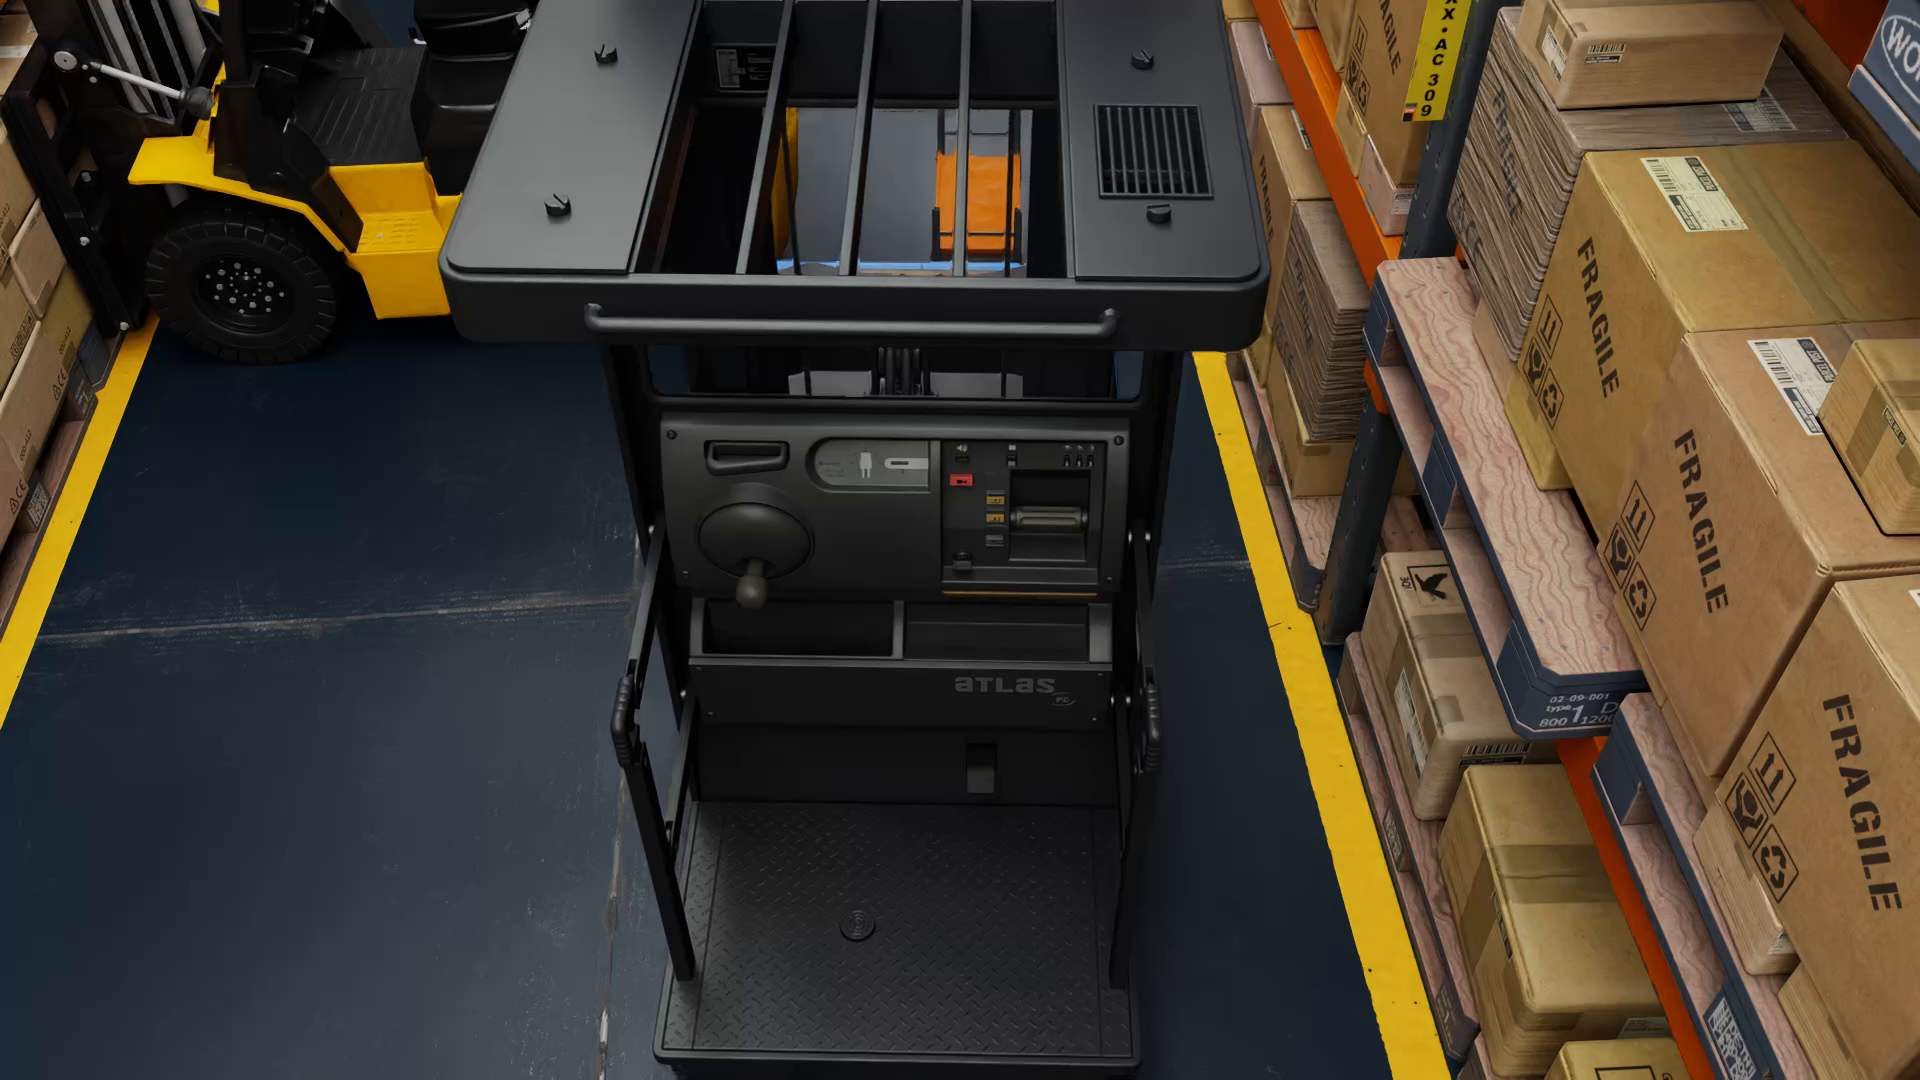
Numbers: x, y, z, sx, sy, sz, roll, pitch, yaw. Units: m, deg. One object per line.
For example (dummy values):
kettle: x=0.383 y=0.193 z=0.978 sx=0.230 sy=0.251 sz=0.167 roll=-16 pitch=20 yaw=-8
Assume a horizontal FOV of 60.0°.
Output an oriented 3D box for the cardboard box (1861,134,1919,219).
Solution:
cardboard box: x=1.881 y=-0.388 z=2.989 sx=0.500 sy=0.500 sz=0.500 roll=-3 pitch=47 yaw=-3

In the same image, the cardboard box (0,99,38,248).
cardboard box: x=-3.189 y=-1.123 z=5.164 sx=0.500 sy=0.250 sz=0.500 roll=-2 pitch=47 yaw=-2

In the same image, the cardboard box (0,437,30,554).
cardboard box: x=-3.086 y=-0.051 z=4.837 sx=0.500 sy=0.250 sz=0.500 roll=-3 pitch=47 yaw=-3

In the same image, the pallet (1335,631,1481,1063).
pallet: x=1.637 y=0.736 z=4.408 sx=1.003 sy=0.211 sz=1.213 roll=-3 pitch=47 yaw=-3

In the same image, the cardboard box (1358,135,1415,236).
cardboard box: x=1.240 y=-0.914 z=4.222 sx=0.380 sy=0.149 sz=0.250 roll=-4 pitch=47 yaw=-4

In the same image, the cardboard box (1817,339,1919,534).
cardboard box: x=1.451 y=-0.149 z=2.315 sx=0.380 sy=0.149 sz=0.250 roll=-1 pitch=47 yaw=-1

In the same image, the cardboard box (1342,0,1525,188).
cardboard box: x=1.286 y=-1.229 z=4.074 sx=0.500 sy=0.500 sz=0.500 roll=-5 pitch=47 yaw=-4

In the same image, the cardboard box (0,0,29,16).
cardboard box: x=-3.260 y=-1.871 z=5.872 sx=0.500 sy=0.250 sz=0.500 roll=-3 pitch=47 yaw=-3

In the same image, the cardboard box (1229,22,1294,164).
cardboard box: x=1.165 y=-1.392 z=5.590 sx=0.500 sy=0.500 sz=0.500 roll=-1 pitch=47 yaw=-1

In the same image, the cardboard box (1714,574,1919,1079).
cardboard box: x=1.448 y=0.381 z=2.260 sx=0.500 sy=0.500 sz=0.500 roll=-5 pitch=47 yaw=-5

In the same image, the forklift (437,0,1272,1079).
forklift: x=-0.131 y=0.042 z=3.191 sx=1.130 sy=2.935 sz=3.031 roll=1 pitch=47 yaw=1

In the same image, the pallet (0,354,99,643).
pallet: x=-3.400 y=-0.101 z=5.200 sx=1.003 sy=0.211 sz=1.213 roll=-3 pitch=47 yaw=-3

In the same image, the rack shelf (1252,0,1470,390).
rack shelf: x=1.403 y=-1.986 z=5.560 sx=1.077 sy=0.370 sz=4.000 roll=-3 pitch=47 yaw=-3

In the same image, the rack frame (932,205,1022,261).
rack frame: x=0.046 y=-0.475 z=4.874 sx=0.240 sy=1.200 sz=0.015 roll=1 pitch=47 yaw=1

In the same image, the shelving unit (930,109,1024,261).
shelving unit: x=0.051 y=-0.652 z=5.041 sx=0.258 sy=1.200 sz=0.503 roll=1 pitch=47 yaw=1

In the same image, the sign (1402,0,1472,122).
sign: x=1.031 y=-1.045 z=3.578 sx=0.100 sy=0.325 sz=0.005 roll=-3 pitch=47 yaw=-3

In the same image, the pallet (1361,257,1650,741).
pallet: x=1.490 y=-0.158 z=3.466 sx=1.003 sy=0.211 sz=1.213 roll=-3 pitch=47 yaw=-3

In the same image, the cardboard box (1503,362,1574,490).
cardboard box: x=1.314 y=-0.244 z=3.299 sx=0.380 sy=0.149 sz=0.250 roll=-3 pitch=47 yaw=-2

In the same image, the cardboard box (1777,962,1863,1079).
cardboard box: x=1.435 y=0.711 z=2.395 sx=0.380 sy=0.149 sz=0.250 roll=-5 pitch=47 yaw=-5

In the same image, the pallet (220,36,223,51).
pallet: x=-3.604 y=-1.866 z=6.872 sx=1.003 sy=0.211 sz=1.213 roll=-3 pitch=47 yaw=-3

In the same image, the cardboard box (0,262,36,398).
cardboard box: x=-3.152 y=-0.585 z=4.999 sx=0.500 sy=0.250 sz=0.500 roll=-4 pitch=47 yaw=-4

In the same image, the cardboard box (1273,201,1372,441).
cardboard box: x=1.254 y=-0.655 z=4.892 sx=0.500 sy=0.500 sz=0.500 roll=-4 pitch=47 yaw=-4

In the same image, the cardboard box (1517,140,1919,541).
cardboard box: x=1.367 y=-0.348 z=2.951 sx=0.500 sy=0.500 sz=0.500 roll=-3 pitch=47 yaw=-3

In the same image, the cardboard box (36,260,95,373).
cardboard box: x=-3.202 y=-0.788 z=5.535 sx=0.500 sy=0.250 sz=0.500 roll=-3 pitch=47 yaw=-3

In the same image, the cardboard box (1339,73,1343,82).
cardboard box: x=1.268 y=-1.287 z=4.576 sx=0.380 sy=0.149 sz=0.250 roll=-3 pitch=47 yaw=-3

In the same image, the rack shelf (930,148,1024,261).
rack shelf: x=0.051 y=-0.923 z=4.756 sx=0.258 sy=0.148 sz=0.480 roll=1 pitch=47 yaw=1

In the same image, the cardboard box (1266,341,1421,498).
cardboard box: x=1.253 y=-0.396 z=5.164 sx=0.500 sy=0.250 sz=0.500 roll=-2 pitch=47 yaw=-1

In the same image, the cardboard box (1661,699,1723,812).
cardboard box: x=1.413 y=0.324 z=2.761 sx=0.380 sy=0.149 sz=0.250 roll=-3 pitch=47 yaw=-3

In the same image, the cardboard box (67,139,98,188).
cardboard box: x=-3.224 y=-1.315 z=5.690 sx=0.500 sy=0.250 sz=0.500 roll=-4 pitch=47 yaw=-3

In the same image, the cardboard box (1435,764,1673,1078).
cardboard box: x=1.681 y=0.872 z=3.878 sx=0.950 sy=0.372 sz=0.625 roll=-1 pitch=47 yaw=-1
